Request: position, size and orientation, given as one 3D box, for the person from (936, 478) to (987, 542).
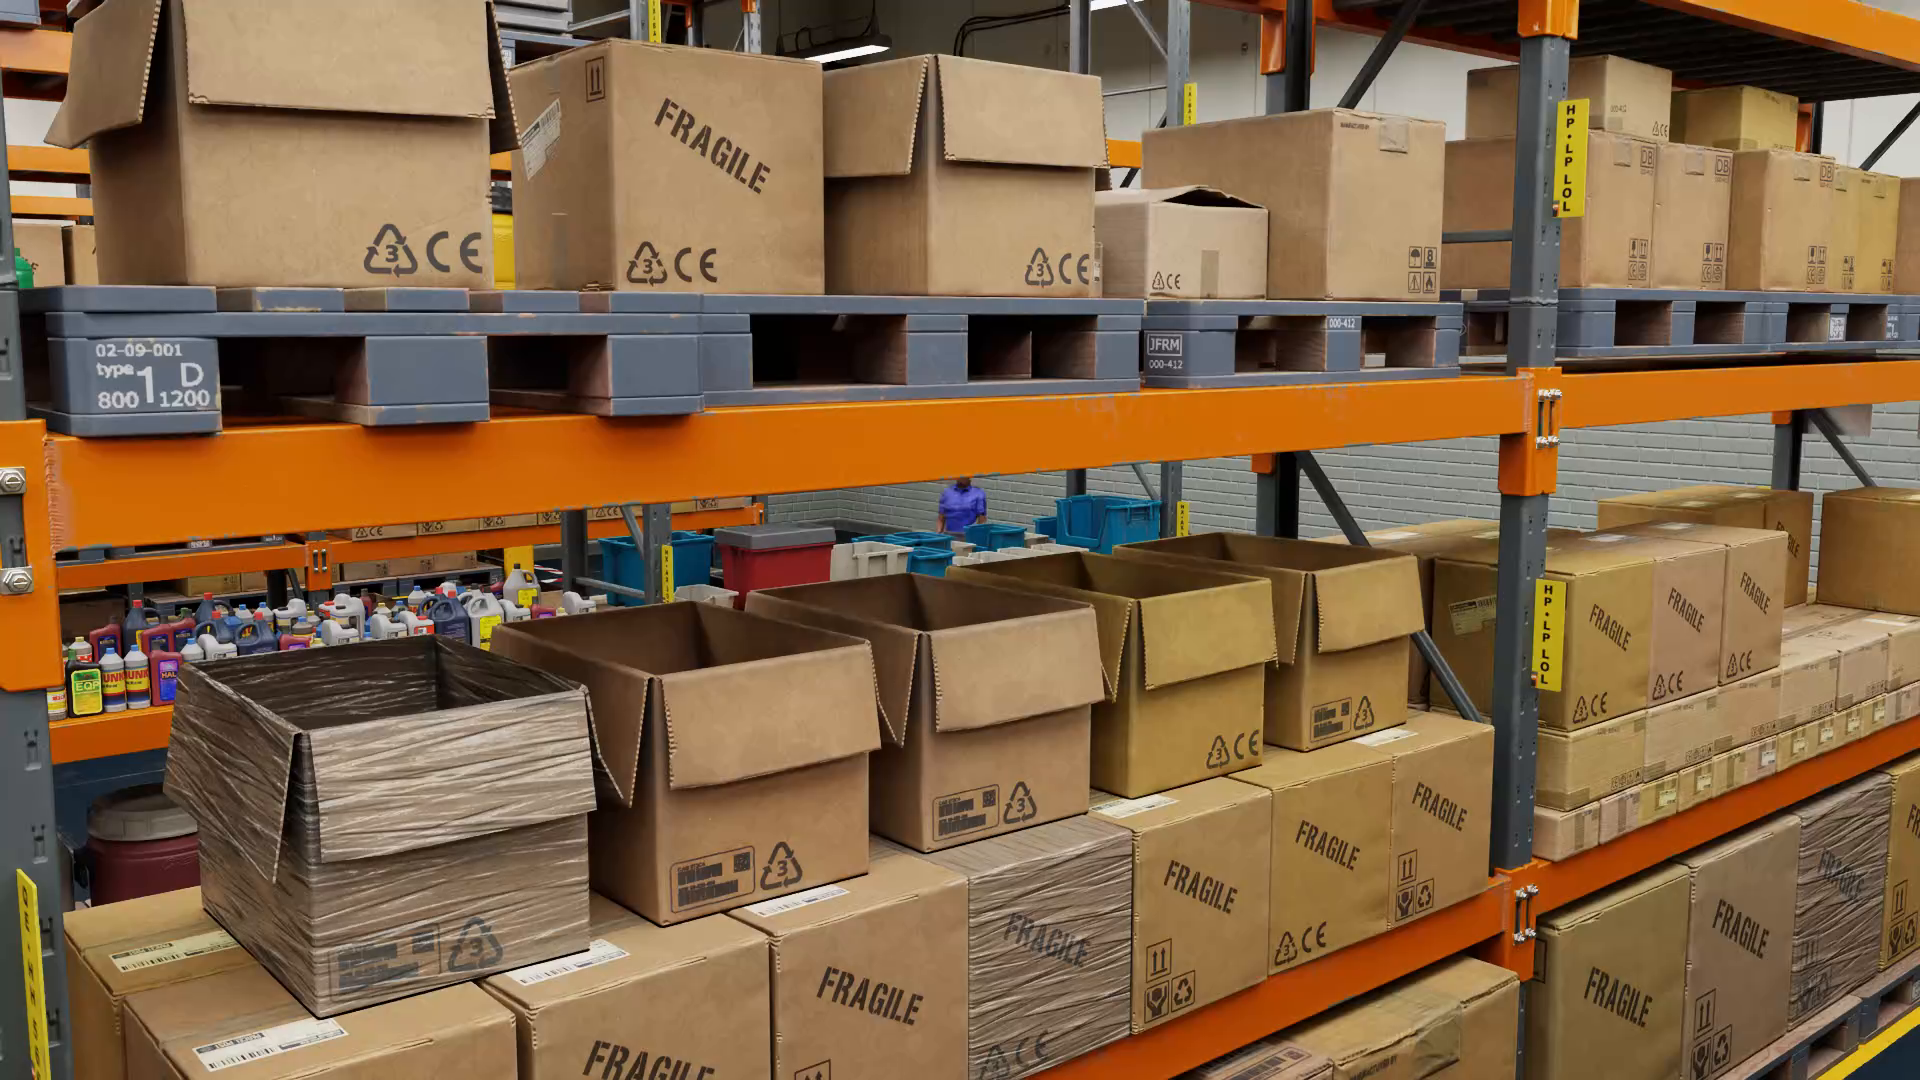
[{"bbox_3d":[-0.041,0.081,15.602,0.568,1.667,0.355,2,8,17],"label":"person"}]
